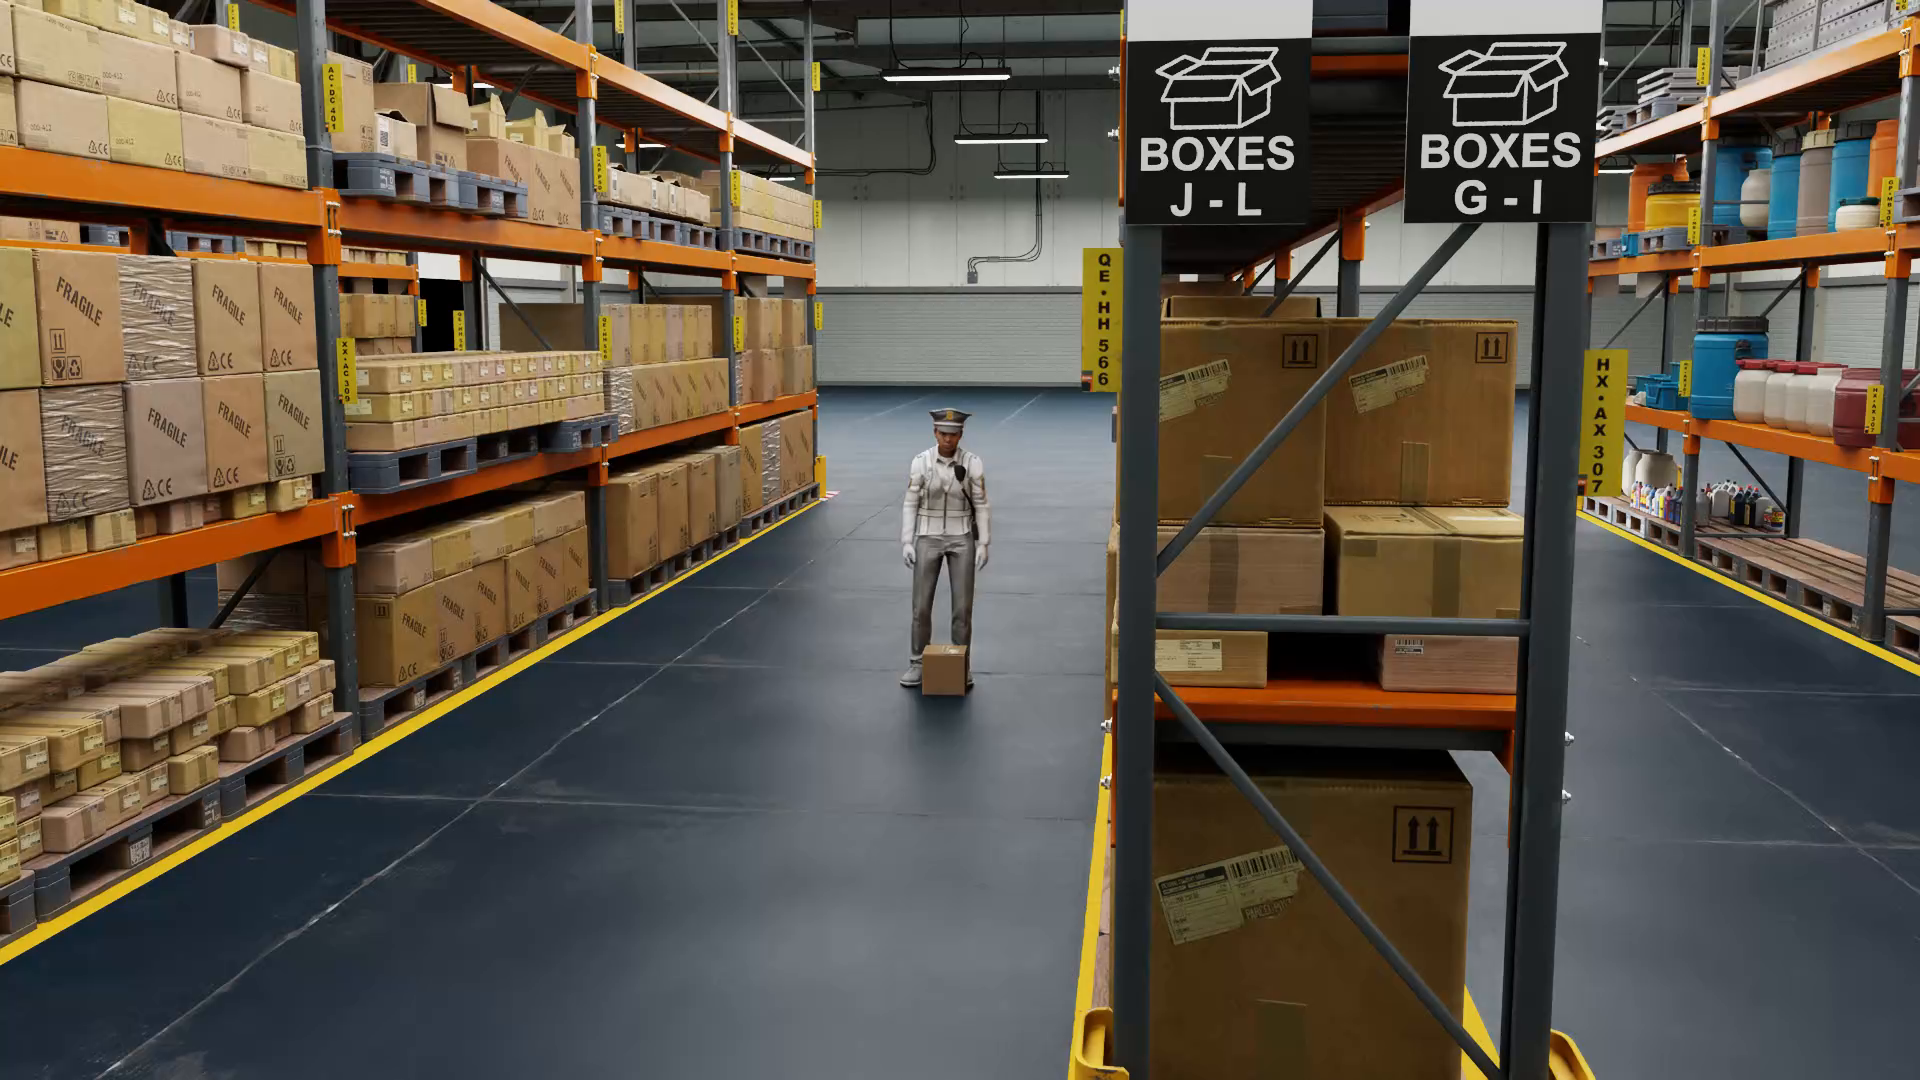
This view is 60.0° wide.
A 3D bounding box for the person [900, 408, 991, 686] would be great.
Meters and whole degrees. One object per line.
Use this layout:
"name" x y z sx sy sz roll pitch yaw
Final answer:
"person" -0.086 0.038 9.997 0.547 1.666 0.371 0 8 2
